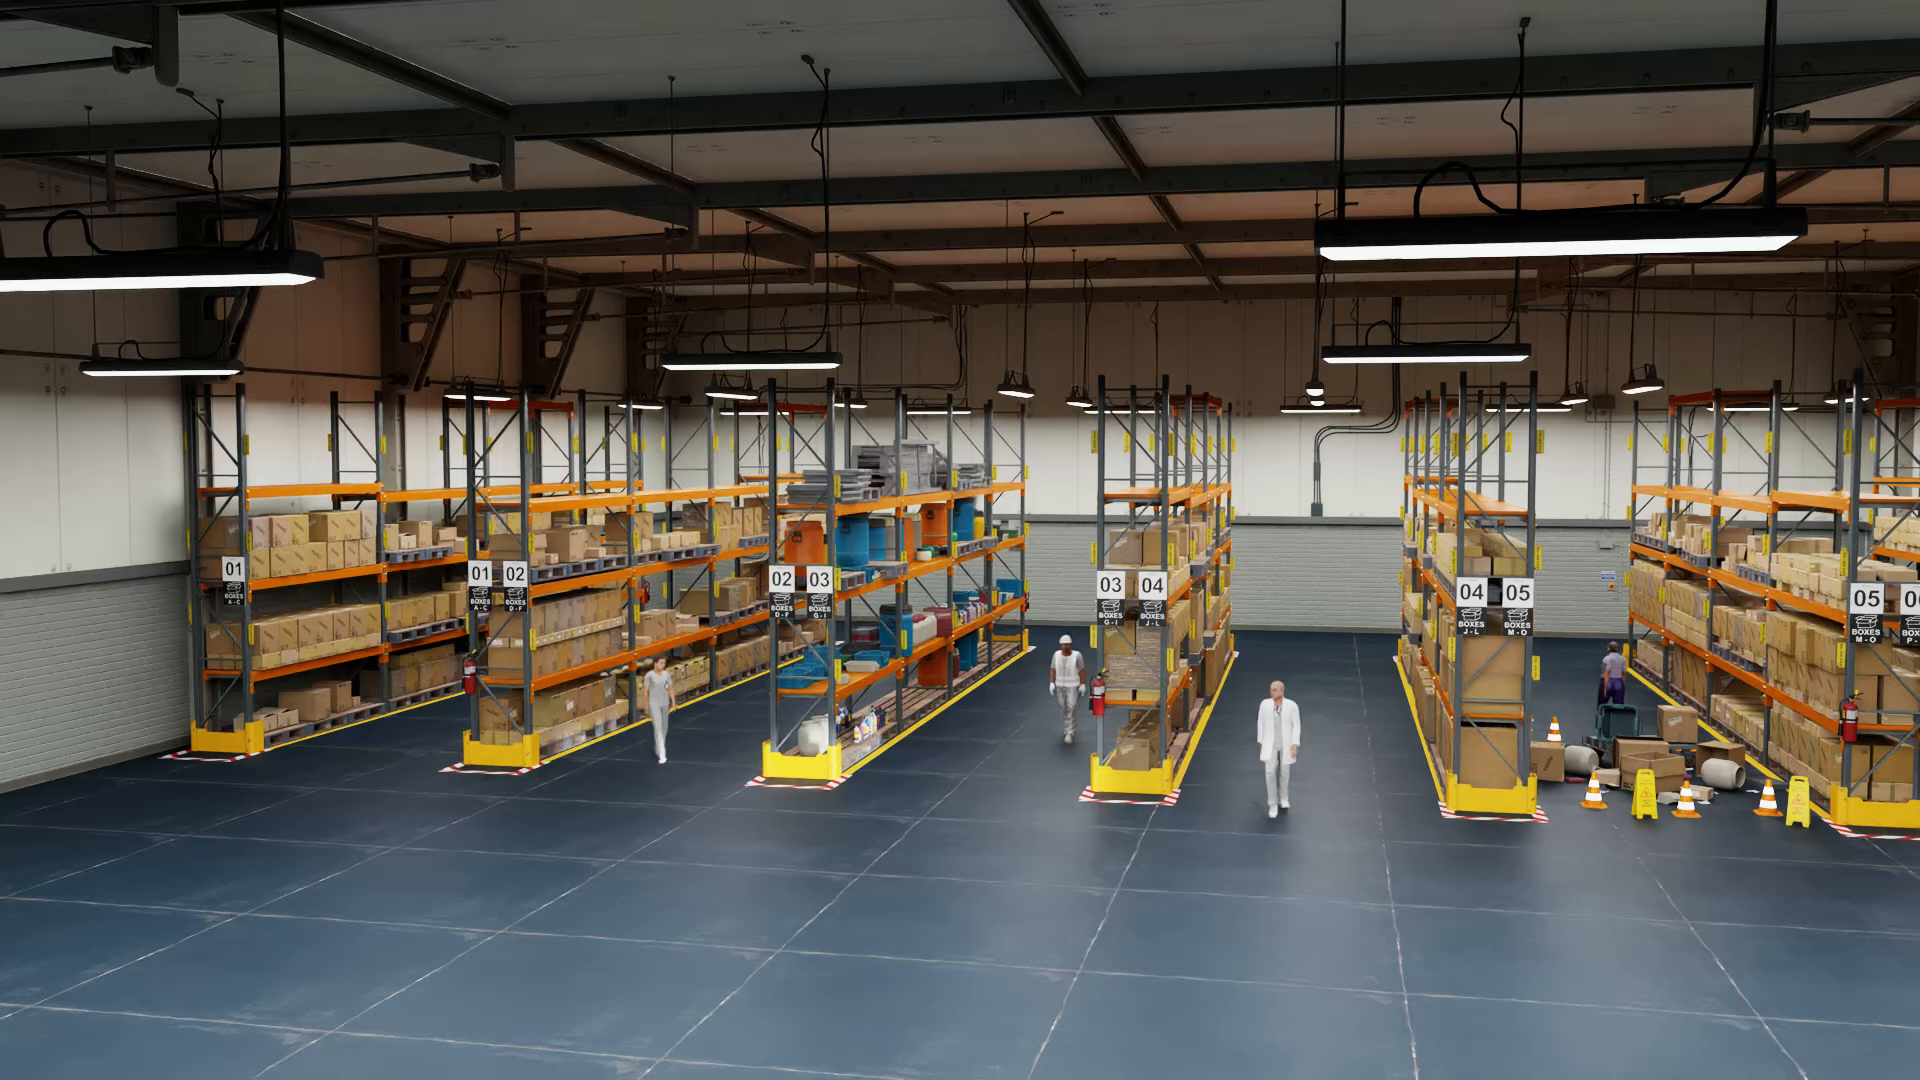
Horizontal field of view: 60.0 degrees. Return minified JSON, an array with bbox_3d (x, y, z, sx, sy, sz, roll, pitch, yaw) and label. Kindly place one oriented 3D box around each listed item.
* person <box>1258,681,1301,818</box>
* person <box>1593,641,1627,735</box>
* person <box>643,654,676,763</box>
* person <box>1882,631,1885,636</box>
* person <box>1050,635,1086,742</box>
[{"bbox_3d":[4.344,2.840,22.665,0.593,1.828,0.814,1,3,14],"label":"person"},{"bbox_3d":[11.199,2.579,28.508,0.498,1.687,0.626,0,3,4],"label":"person"},{"bbox_3d":[-4.742,2.671,26.500,0.466,1.680,0.773,-3,4,-38],"label":"person"},{"bbox_3d":[17.517,2.292,32.117,0.683,1.731,1.123,2,4,34],"label":"person"},{"bbox_3d":[1.792,2.487,28.225,0.570,1.743,0.901,2,4,25],"label":"person"}]
